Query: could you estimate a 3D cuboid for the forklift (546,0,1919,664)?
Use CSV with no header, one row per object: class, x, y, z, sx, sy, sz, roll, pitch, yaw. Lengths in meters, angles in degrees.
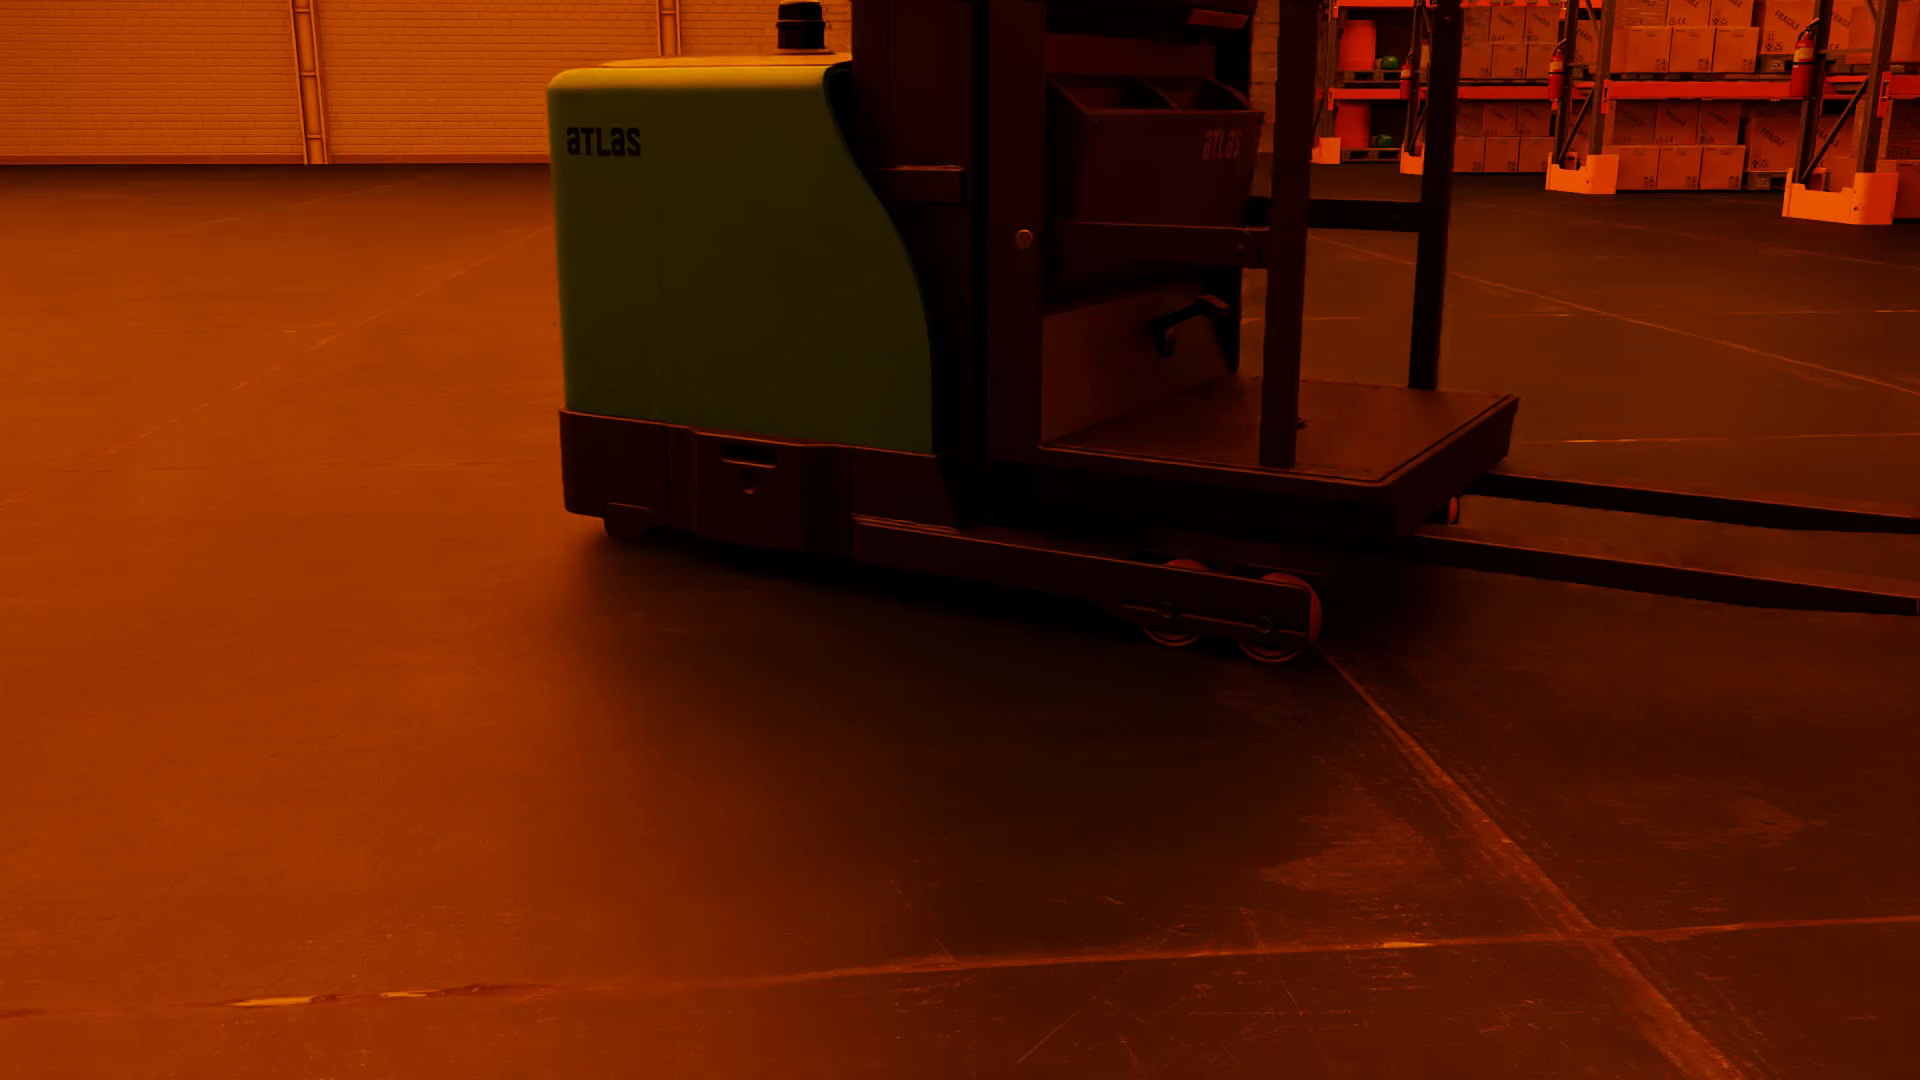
forklift,0.593,-1.344,3.281,3.031,2.935,1.130,8,17,29
